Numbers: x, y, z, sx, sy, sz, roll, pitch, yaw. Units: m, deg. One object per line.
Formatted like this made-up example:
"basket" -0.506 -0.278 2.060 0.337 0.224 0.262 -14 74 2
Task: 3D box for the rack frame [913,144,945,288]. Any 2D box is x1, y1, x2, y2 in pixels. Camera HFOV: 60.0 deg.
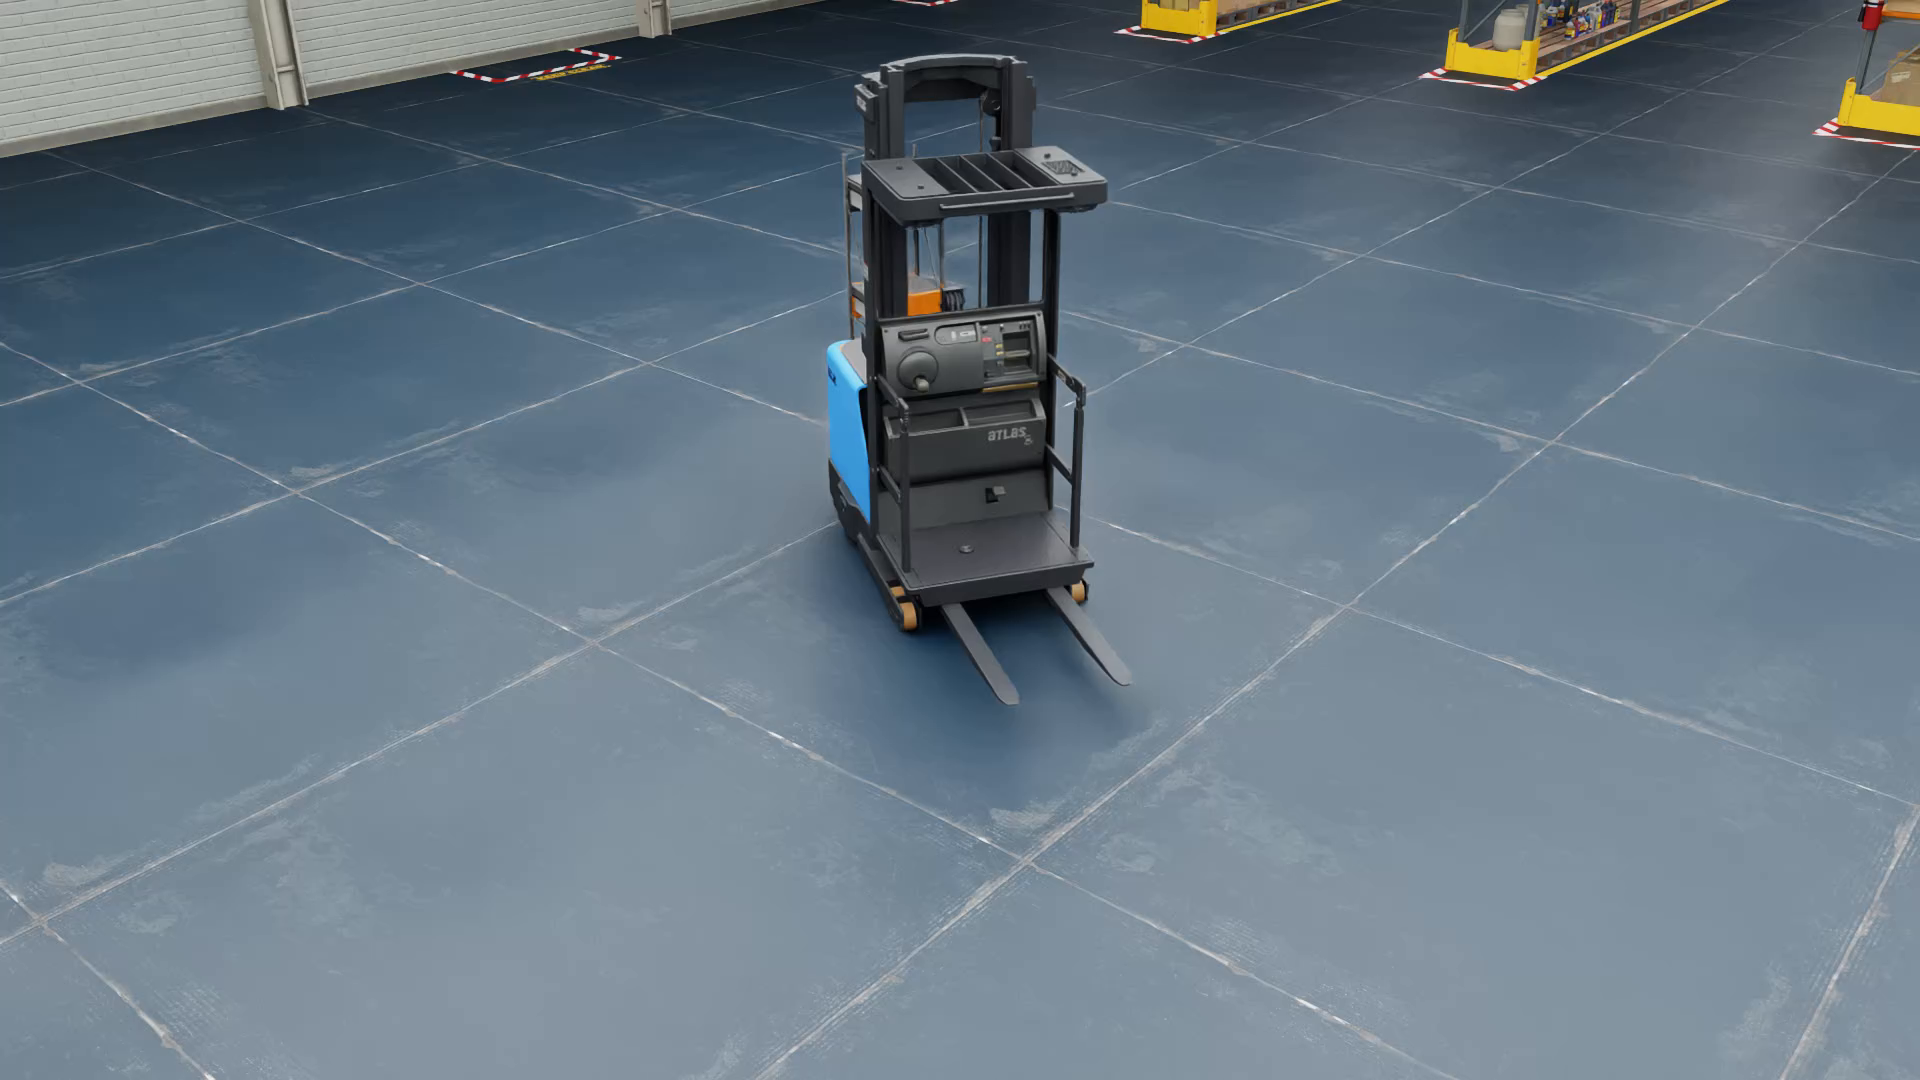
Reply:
"rack frame" -0.193 -1.484 10.826 0.015 2.100 0.400 -14 30 -25

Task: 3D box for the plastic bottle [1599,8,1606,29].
"plastic bottle" 9.294 -7.560 24.076 0.061 0.283 0.133 23 35 38

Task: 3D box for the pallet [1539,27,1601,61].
"pallet" 8.439 -7.122 23.788 1.003 0.211 1.213 21 34 34

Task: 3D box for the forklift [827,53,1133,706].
"forklift" 0.094 -0.998 8.989 1.130 2.935 3.031 -8 28 -16

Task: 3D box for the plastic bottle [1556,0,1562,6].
"plastic bottle" 8.841 -7.875 24.613 0.144 0.351 0.185 22 34 36

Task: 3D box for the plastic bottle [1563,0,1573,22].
"plastic bottle" 8.952 -7.833 24.531 0.144 0.351 0.185 21 34 34

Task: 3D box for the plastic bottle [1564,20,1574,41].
"plastic bottle" 8.524 -7.138 23.275 0.097 0.271 0.097 0 27 0

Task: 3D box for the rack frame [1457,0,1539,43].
"rack frame" 7.130 -7.603 21.682 1.000 3.000 0.127 21 34 34

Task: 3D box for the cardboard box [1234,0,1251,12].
"cardboard box" 4.138 -8.321 25.605 0.500 0.250 0.500 21 34 34

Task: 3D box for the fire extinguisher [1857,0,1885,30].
"fire extinguisher" 10.524 -6.215 19.084 0.296 0.674 0.183 21 34 34

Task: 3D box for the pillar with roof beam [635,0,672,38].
"pillar with roof beam" -1.231 -10.279 20.325 9.100 9.000 0.400 21 34 34

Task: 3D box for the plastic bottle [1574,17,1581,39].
"plastic bottle" 8.682 -7.219 23.417 0.061 0.283 0.133 21 34 35

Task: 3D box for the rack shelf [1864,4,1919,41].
"rack shelf" 12.224 -6.545 20.420 1.077 0.370 4.000 21 34 34

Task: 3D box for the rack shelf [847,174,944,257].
"rack shelf" -0.413 -2.044 10.415 0.480 0.518 0.431 -14 30 -25

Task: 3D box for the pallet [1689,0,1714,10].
"pallet" 11.696 -8.938 27.297 1.003 0.211 1.213 21 34 34

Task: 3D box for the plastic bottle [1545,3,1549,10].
"plastic bottle" 8.584 -7.732 24.409 0.061 0.283 0.133 23 35 37

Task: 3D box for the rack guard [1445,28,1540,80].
"rack guard" 7.142 -6.534 22.335 1.175 0.500 0.348 21 34 34

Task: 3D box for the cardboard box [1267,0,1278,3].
"cardboard box" 4.778 -8.674 26.288 0.500 0.250 0.500 21 34 34

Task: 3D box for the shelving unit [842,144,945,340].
"shelving unit" -0.408 -1.431 10.724 0.503 2.100 0.431 -14 30 -25

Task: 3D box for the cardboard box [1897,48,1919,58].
"cardboard box" 11.716 -5.670 20.210 0.500 0.500 0.500 -18 32 -31

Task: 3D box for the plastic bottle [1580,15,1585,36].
"plastic bottle" 8.806 -7.295 23.578 0.097 0.271 0.097 0 27 0

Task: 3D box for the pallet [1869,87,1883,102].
"pallet" 11.544 -5.222 20.114 1.003 0.211 1.213 21 34 34

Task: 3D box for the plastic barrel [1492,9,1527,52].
"plastic barrel" 7.490 -6.940 22.652 0.421 0.512 0.421 0 27 0

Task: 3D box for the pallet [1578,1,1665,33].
"pallet" 10.144 -8.073 25.625 1.003 0.211 1.213 21 34 34

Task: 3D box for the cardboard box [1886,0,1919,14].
"cardboard box" 10.974 -6.205 19.254 0.380 0.149 0.250 21 34 34

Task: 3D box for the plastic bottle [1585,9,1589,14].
"plastic bottle" 9.064 -7.536 24.030 0.061 0.283 0.133 21 34 34

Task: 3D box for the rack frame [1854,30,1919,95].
"rack frame" 10.952 -6.156 18.884 1.000 3.000 0.127 21 34 34

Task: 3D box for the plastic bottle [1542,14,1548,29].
"plastic bottle" 8.453 -7.506 24.061 0.097 0.201 0.097 0 27 0

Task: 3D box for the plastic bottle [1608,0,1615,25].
"plastic bottle" 9.487 -7.728 24.327 0.144 0.351 0.185 20 33 33

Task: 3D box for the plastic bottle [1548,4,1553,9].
"plastic bottle" 8.656 -7.710 24.380 0.097 0.271 0.097 0 27 0

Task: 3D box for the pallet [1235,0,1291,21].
"pallet" 4.541 -8.528 26.504 1.003 0.211 1.213 21 34 34

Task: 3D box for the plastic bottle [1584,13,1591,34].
"plastic bottle" 8.934 -7.367 23.717 0.097 0.271 0.097 0 27 0

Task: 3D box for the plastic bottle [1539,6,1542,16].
"plastic bottle" 8.332 -7.592 24.064 0.144 0.351 0.185 22 35 36

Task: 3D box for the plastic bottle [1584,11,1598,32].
"plastic bottle" 9.053 -7.455 23.882 0.152 0.276 0.135 21 34 35

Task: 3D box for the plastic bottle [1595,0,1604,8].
"plastic bottle" 9.376 -7.770 24.409 0.144 0.351 0.185 21 34 34

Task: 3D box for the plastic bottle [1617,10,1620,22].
"plastic bottle" 9.684 -7.754 24.541 0.097 0.201 0.097 0 27 0
